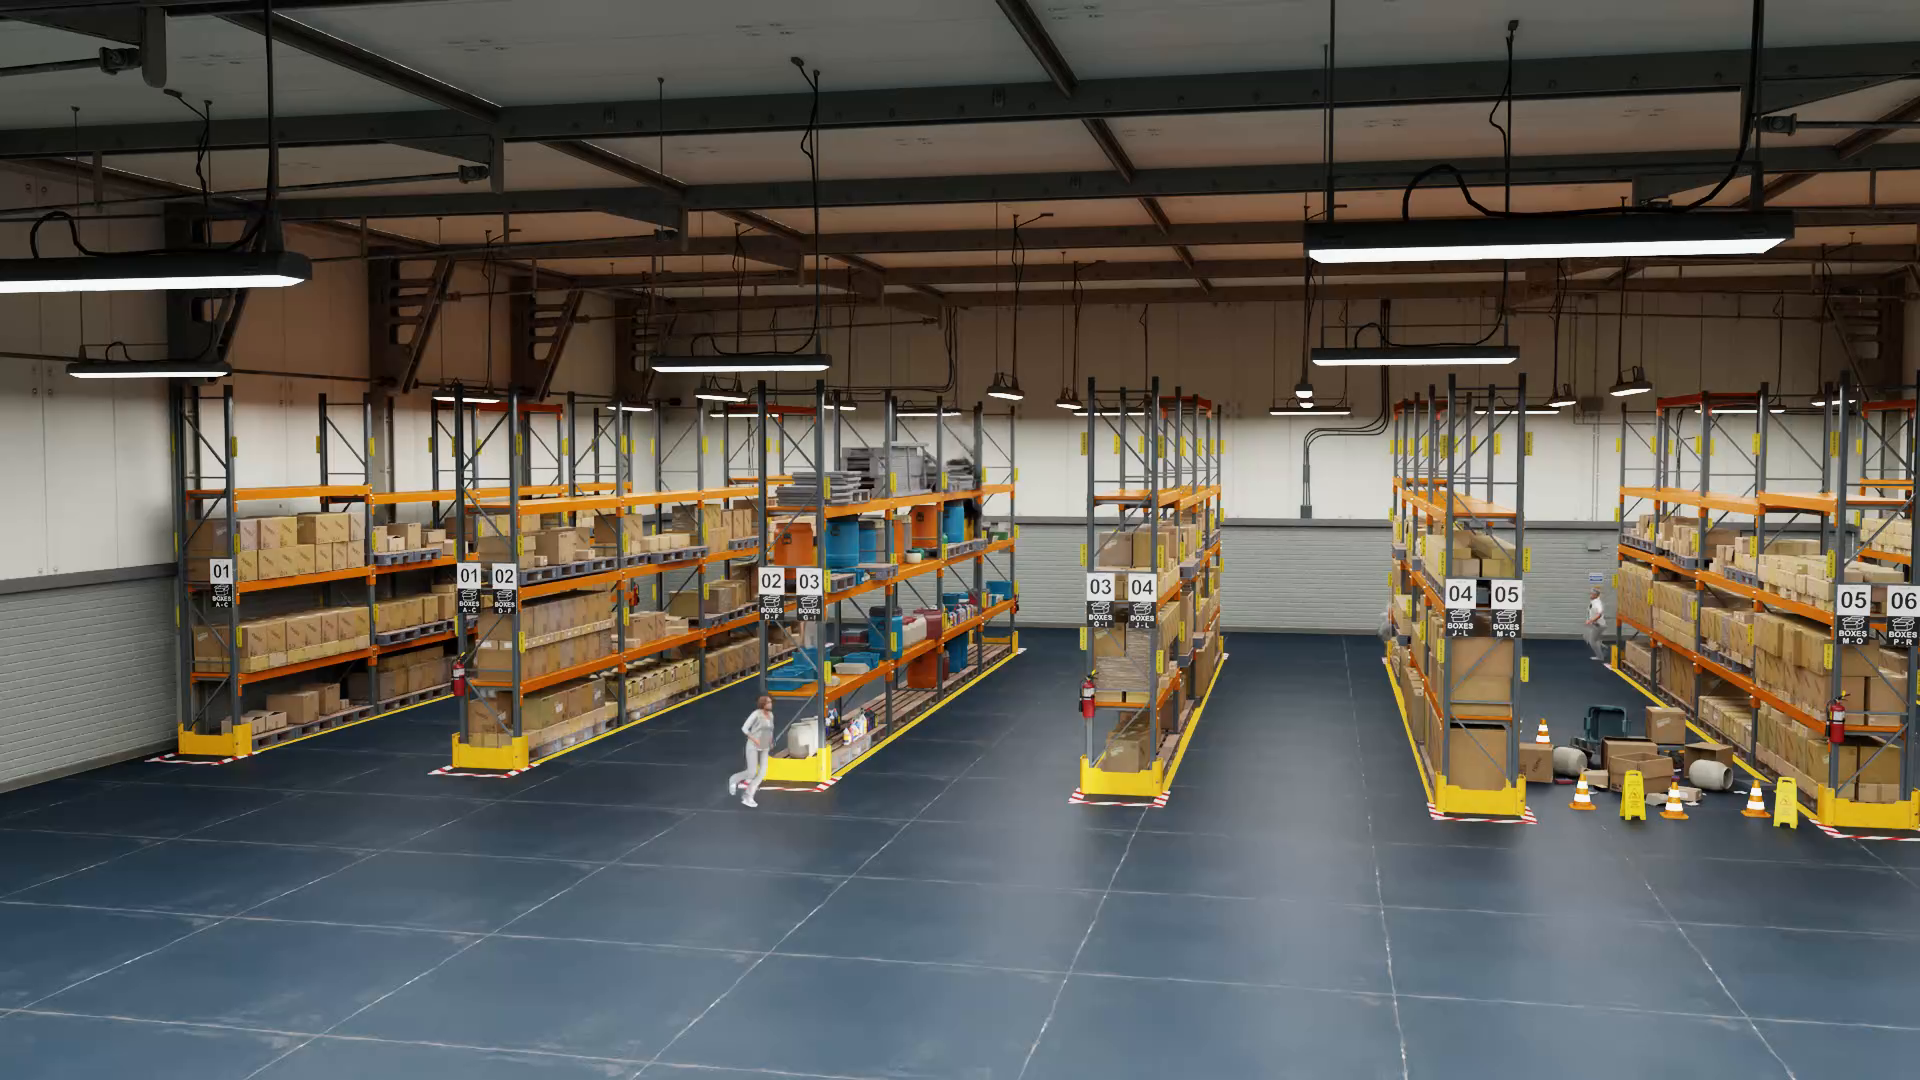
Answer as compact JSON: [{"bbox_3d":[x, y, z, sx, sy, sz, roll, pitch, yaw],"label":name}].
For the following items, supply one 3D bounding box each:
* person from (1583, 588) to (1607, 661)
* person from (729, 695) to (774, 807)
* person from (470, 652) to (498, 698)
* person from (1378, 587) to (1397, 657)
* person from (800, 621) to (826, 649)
[{"bbox_3d":[14.885,1.966,38.938,0.579,1.720,0.662,1,3,15],"label":"person"},{"bbox_3d":[-2.883,2.949,23.452,0.592,1.501,0.623,-3,5,-45],"label":"person"},{"bbox_3d":[-8.349,2.485,29.483,0.692,1.720,0.589,0,3,9],"label":"person"},{"bbox_3d":[10.226,1.923,39.367,0.656,1.734,0.662,0,3,-1],"label":"person"},{"bbox_3d":[-3.042,1.977,34.218,0.555,1.638,0.561,0,3,8],"label":"person"}]
